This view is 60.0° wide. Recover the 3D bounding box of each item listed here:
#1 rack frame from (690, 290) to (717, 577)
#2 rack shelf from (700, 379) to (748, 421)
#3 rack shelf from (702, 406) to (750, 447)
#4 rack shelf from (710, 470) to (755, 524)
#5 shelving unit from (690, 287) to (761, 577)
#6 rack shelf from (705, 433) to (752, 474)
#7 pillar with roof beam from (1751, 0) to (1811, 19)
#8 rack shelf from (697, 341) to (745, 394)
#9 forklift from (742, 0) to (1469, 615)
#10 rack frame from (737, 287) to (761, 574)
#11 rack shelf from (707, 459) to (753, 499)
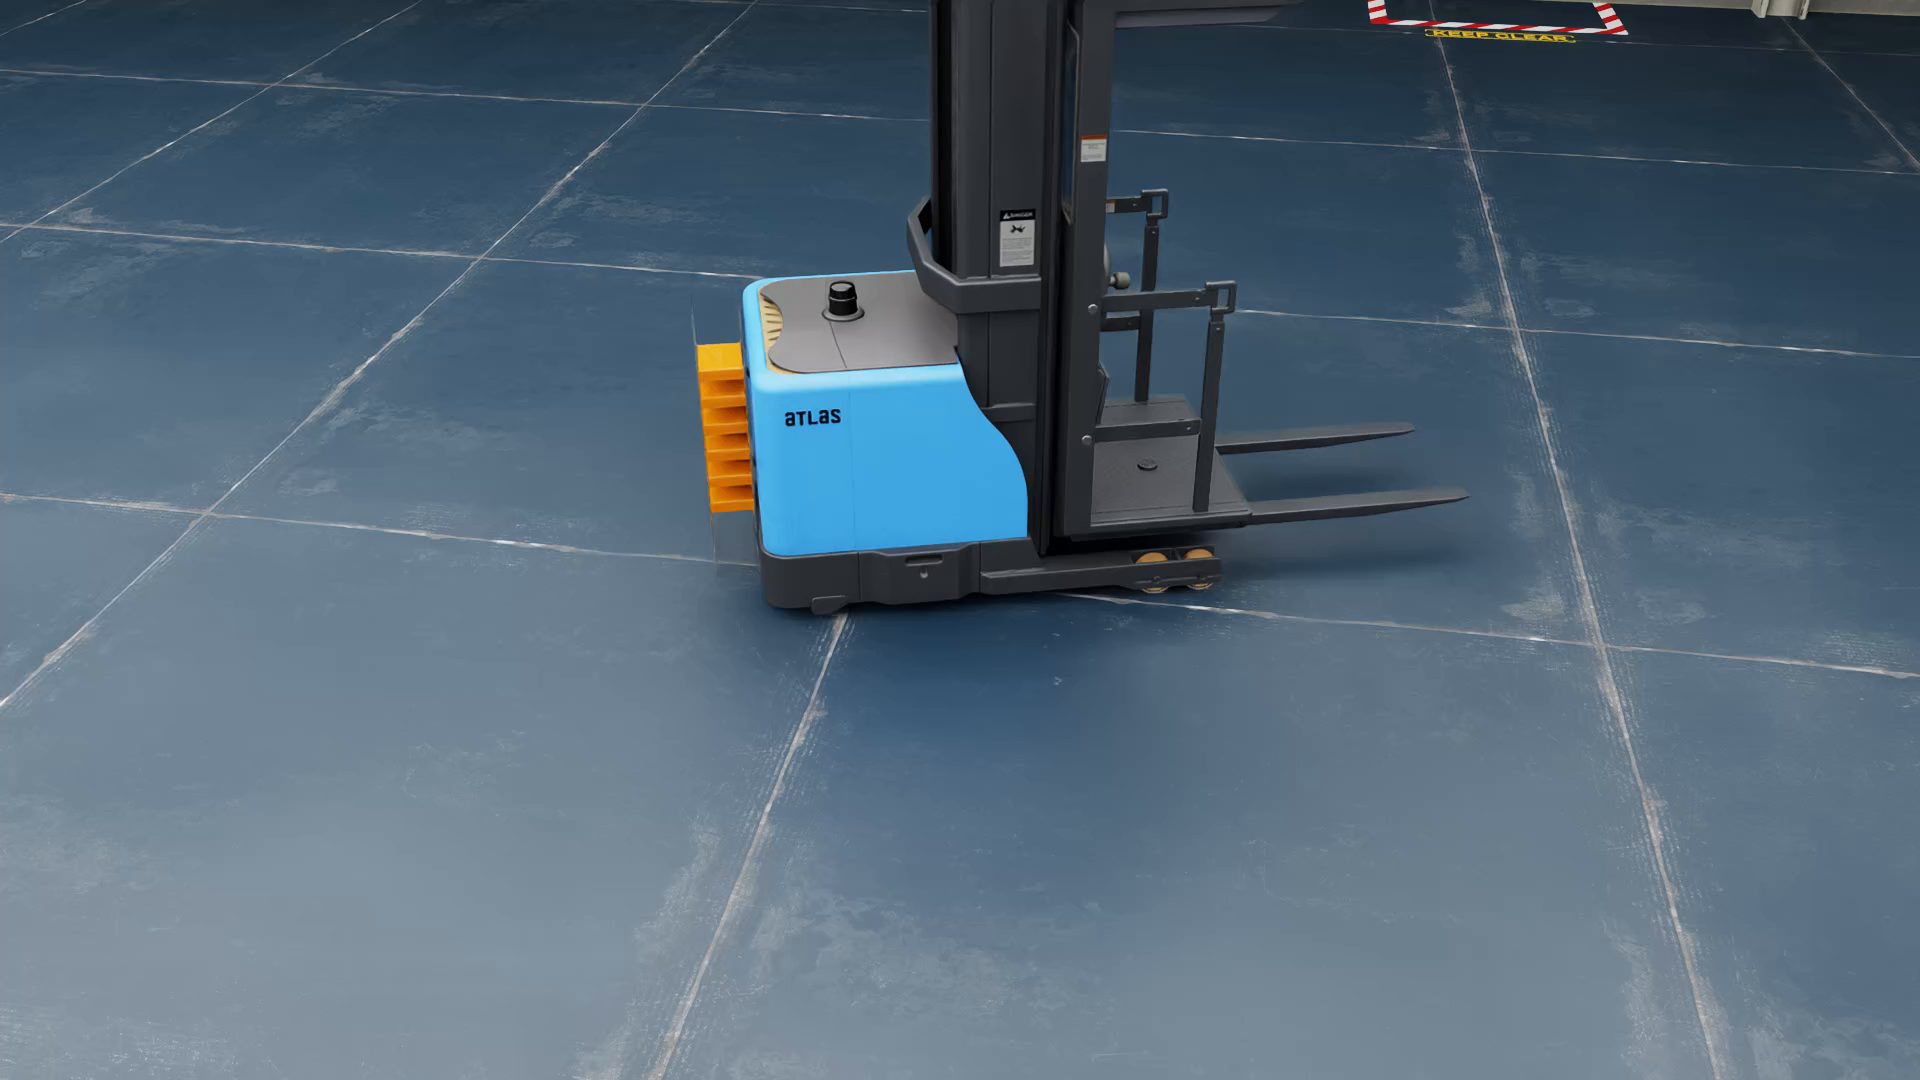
[{"bbox_3d":[-1.044,-0.415,6.781,0.006,1.200,0.240,-5,32,-7],"label":"rack frame"},{"bbox_3d":[-0.954,-0.588,6.689,0.180,0.103,0.258,-5,32,-7],"label":"rack shelf"},{"bbox_3d":[-0.954,-0.486,6.753,0.180,0.103,0.258,-5,32,-7],"label":"rack shelf"},{"bbox_3d":[-0.954,-0.181,6.944,0.180,0.103,0.258,-5,32,-7],"label":"rack shelf"},{"bbox_3d":[-0.954,-0.422,6.793,0.189,1.200,0.258,-5,32,-7],"label":"shelving unit"},{"bbox_3d":[-0.954,-0.384,6.817,0.180,0.103,0.258,-5,32,-7],"label":"rack shelf"},{"bbox_3d":[6.490,-6.204,8.681,0.400,9.000,9.100,5,32,8],"label":"pillar with roof beam"},{"bbox_3d":[-0.954,-0.689,6.626,0.180,0.103,0.258,-5,32,-7],"label":"rack shelf"},{"bbox_3d":[0.640,-1.294,6.555,3.031,2.935,1.130,-5,32,-7],"label":"forklift"},{"bbox_3d":[-0.863,-0.429,6.805,0.006,1.200,0.240,-5,32,-7],"label":"rack frame"},{"bbox_3d":[-0.954,-0.283,6.880,0.180,0.103,0.258,-5,32,-7],"label":"rack shelf"}]
